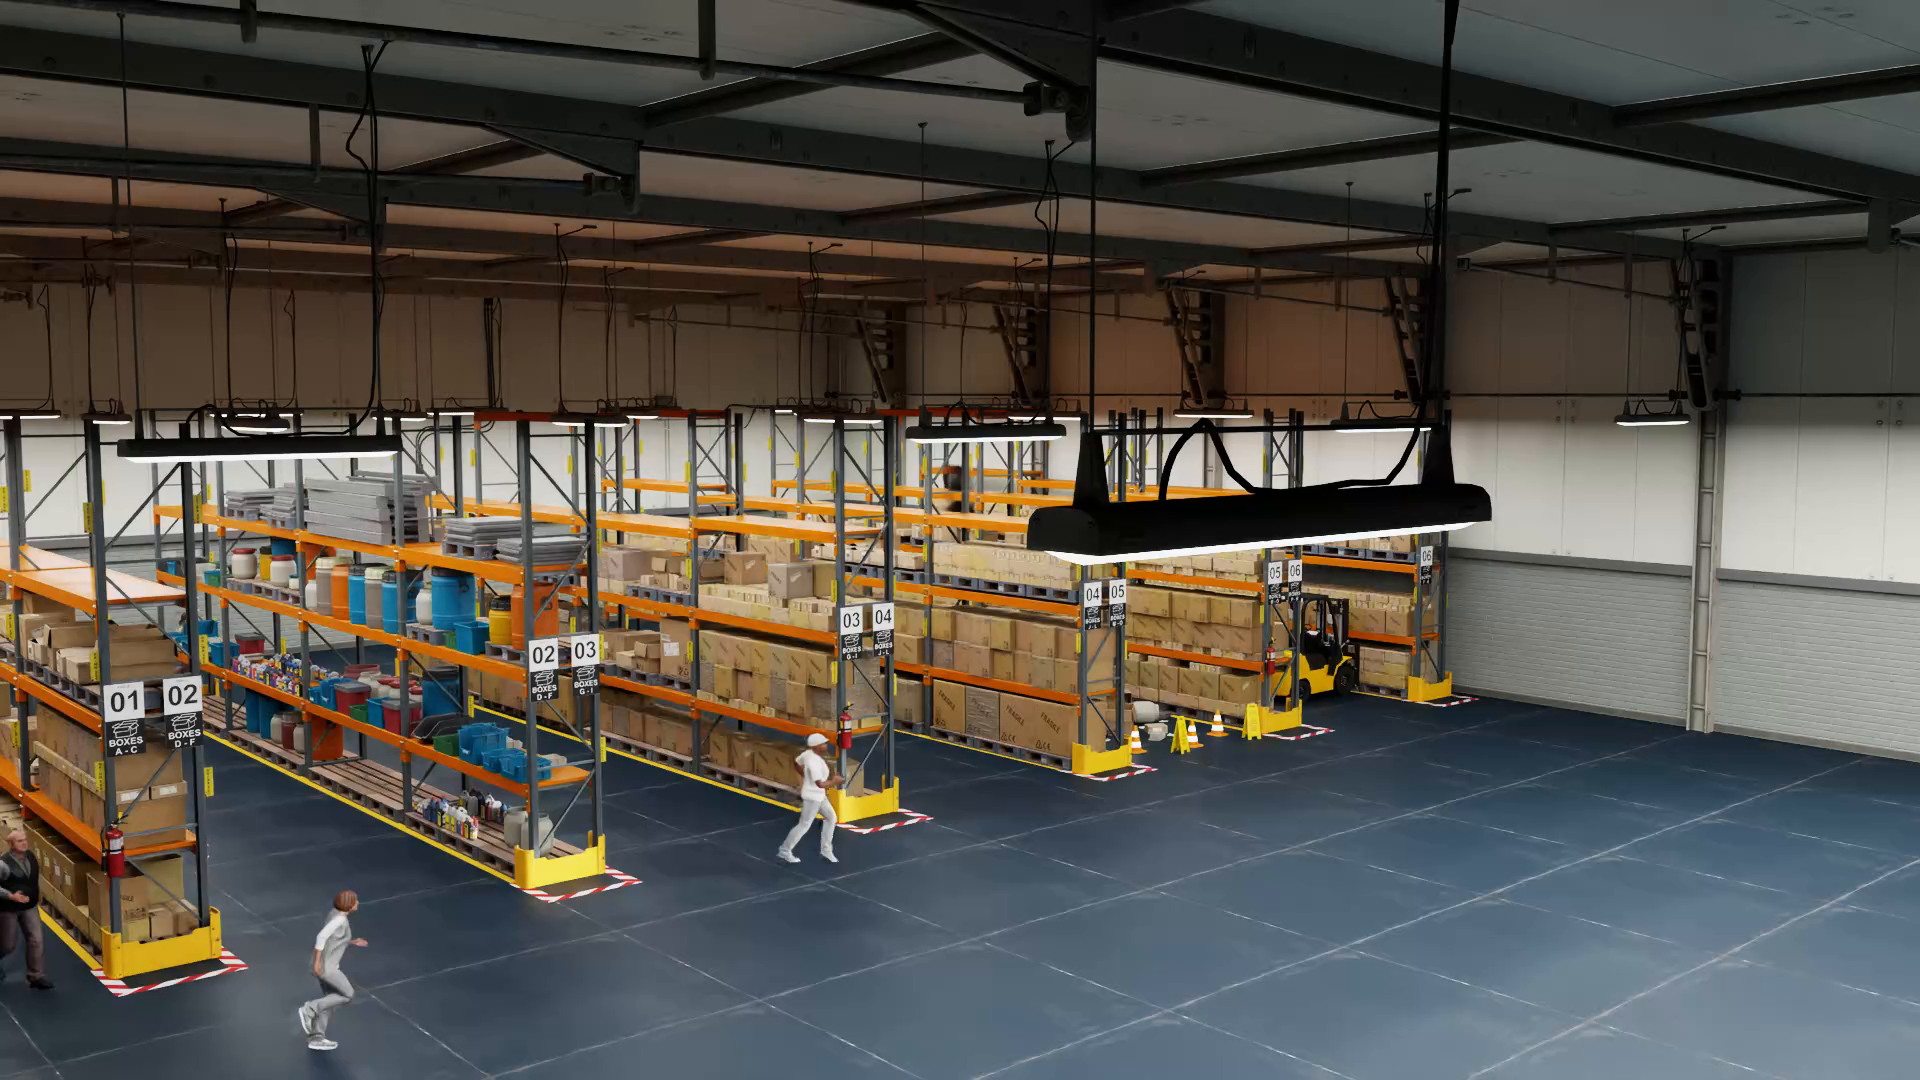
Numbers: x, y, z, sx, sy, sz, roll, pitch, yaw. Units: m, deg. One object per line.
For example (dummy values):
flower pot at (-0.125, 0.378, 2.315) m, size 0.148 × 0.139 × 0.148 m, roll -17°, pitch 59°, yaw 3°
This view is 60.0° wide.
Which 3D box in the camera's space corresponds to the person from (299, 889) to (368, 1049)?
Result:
person at (-6.075, 4.175, 16.131) m, size 0.661 × 1.514 × 0.540 m, roll -3°, pitch 6°, yaw -28°

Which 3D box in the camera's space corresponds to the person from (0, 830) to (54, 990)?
person at (-10.044, 3.911, 17.654) m, size 0.948 × 1.691 × 0.663 m, roll 3°, pitch 6°, yaw 27°

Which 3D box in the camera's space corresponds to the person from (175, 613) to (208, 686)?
person at (-16.533, 2.372, 35.472) m, size 0.907 × 1.649 × 0.573 m, roll -3°, pitch 6°, yaw -33°

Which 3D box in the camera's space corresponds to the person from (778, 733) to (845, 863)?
person at (-2.003, 3.492, 22.363) m, size 0.905 × 1.814 × 0.711 m, roll -1°, pitch 5°, yaw -6°
